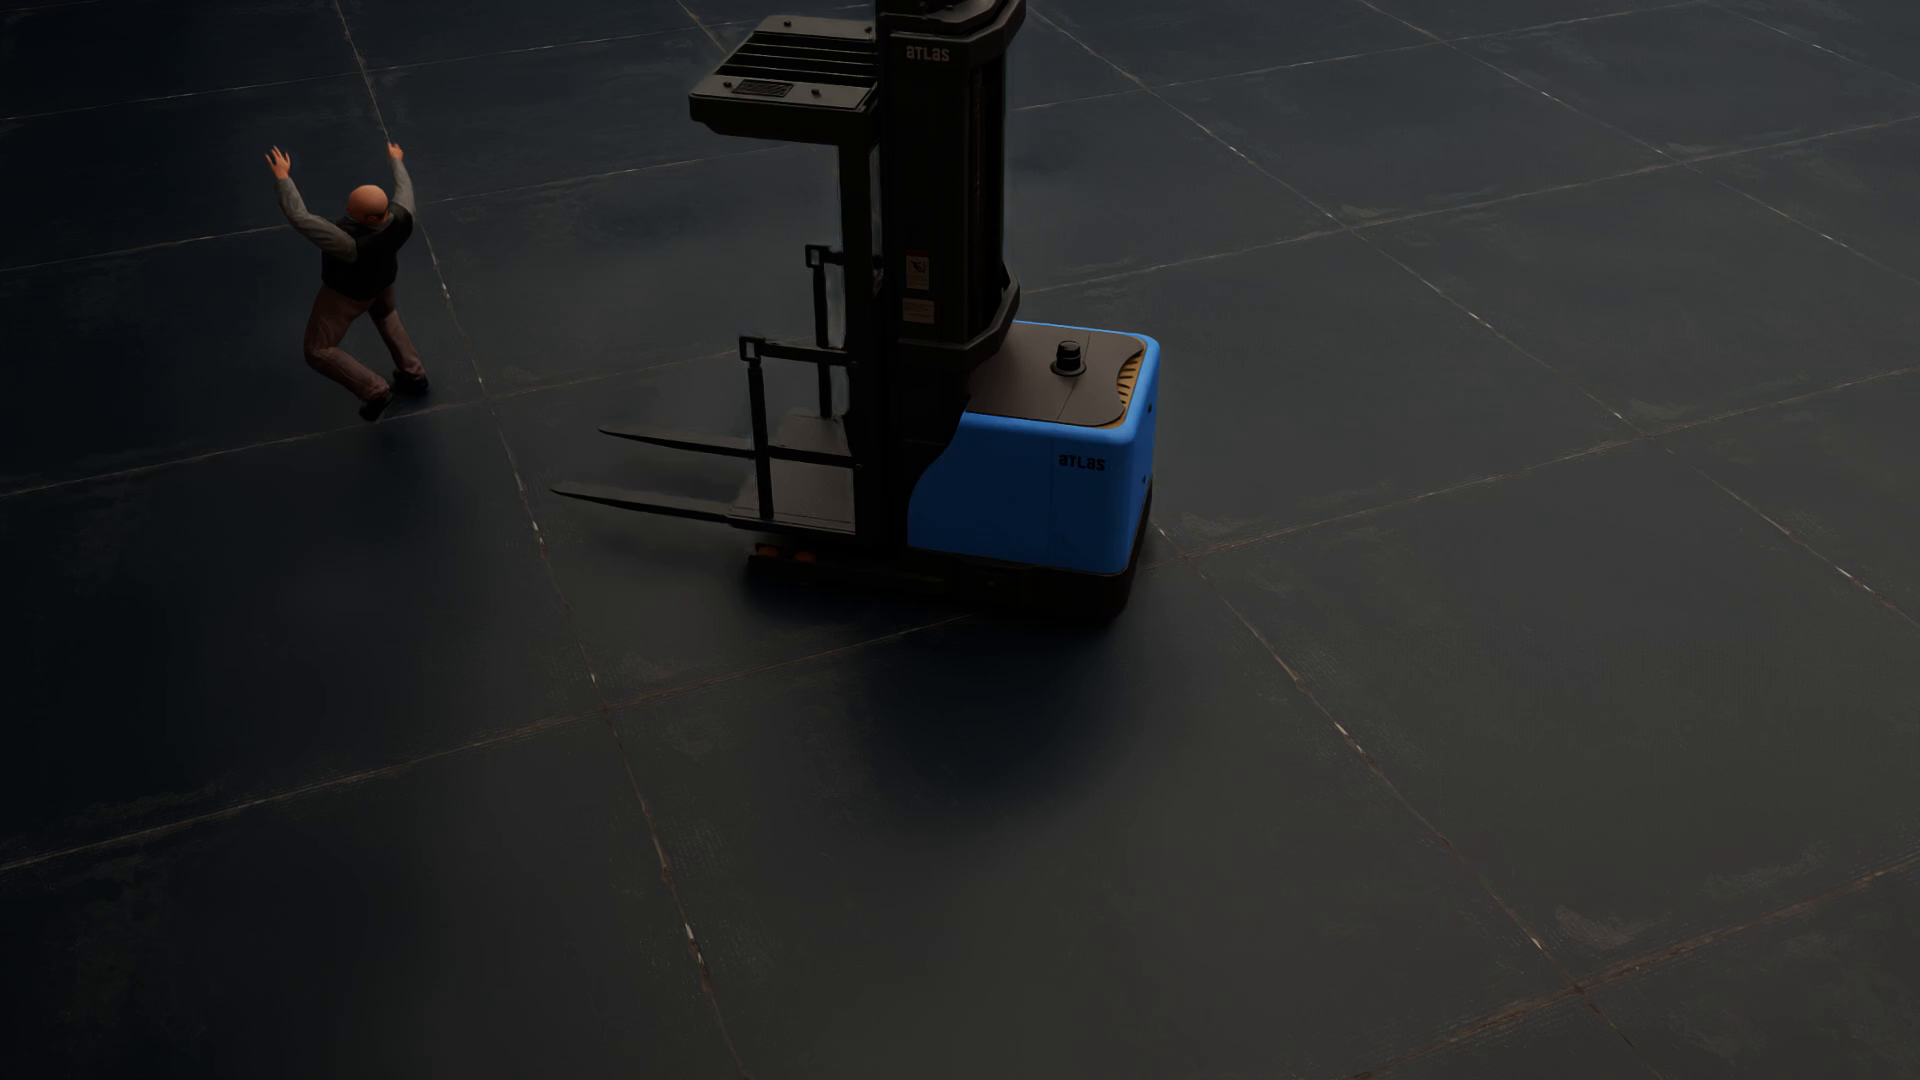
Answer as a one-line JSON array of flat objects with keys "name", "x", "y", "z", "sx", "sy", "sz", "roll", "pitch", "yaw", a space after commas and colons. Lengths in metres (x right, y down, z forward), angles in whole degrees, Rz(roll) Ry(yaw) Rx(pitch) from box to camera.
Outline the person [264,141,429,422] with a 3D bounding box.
[{"name": "person", "x": -3.259, "y": -1.550, "z": 9.434, "sx": 0.664, "sy": 1.571, "sz": 1.039, "roll": 12, "pitch": 37, "yaw": 17}]

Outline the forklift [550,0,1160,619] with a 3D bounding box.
[{"name": "forklift", "x": -0.576, "y": -1.258, "z": 7.868, "sx": 3.031, "sy": 2.935, "sz": 1.130, "roll": 8, "pitch": 36, "yaw": 11}]
